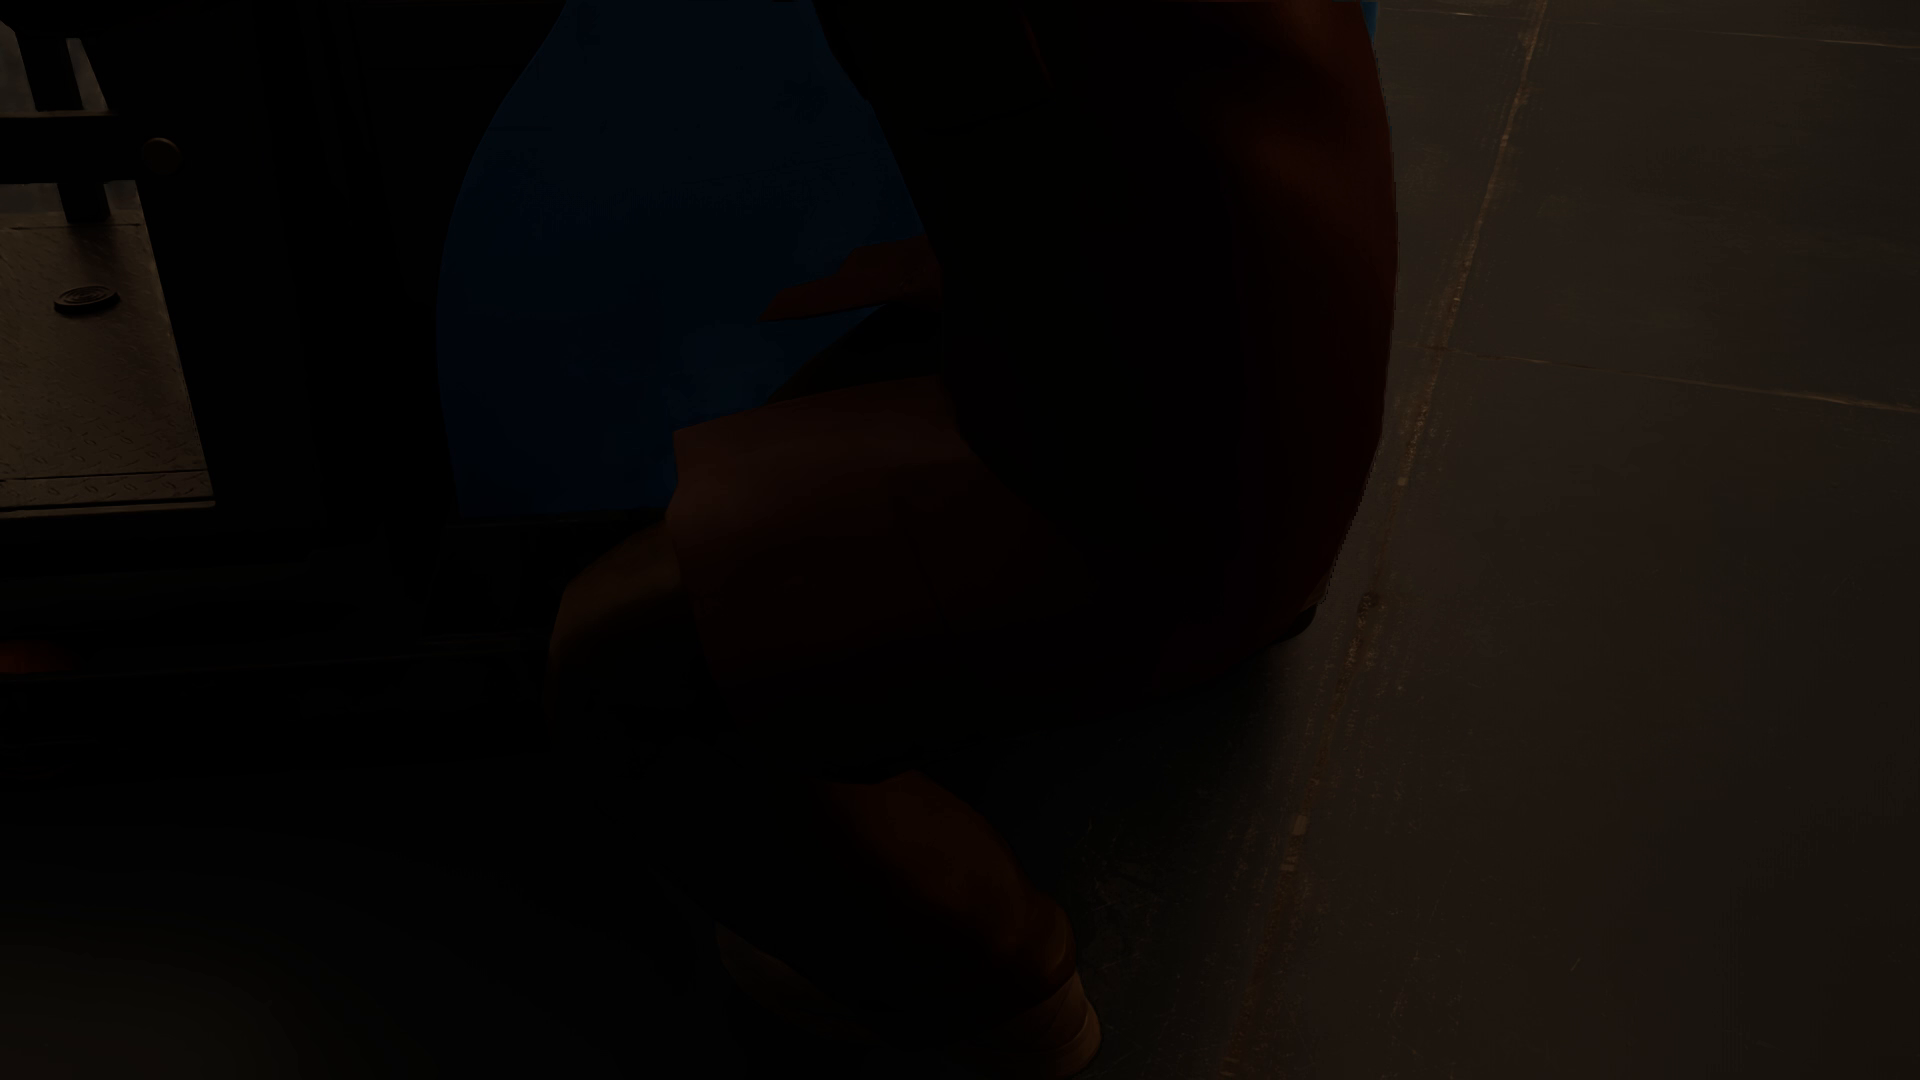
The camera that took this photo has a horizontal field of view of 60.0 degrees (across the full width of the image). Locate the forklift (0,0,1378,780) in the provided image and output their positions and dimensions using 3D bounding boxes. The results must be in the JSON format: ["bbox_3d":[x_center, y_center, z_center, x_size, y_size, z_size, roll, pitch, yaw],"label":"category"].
[{"bbox_3d":[-1.084,-1.253,1.738,3.031,2.935,1.130,-3,30,-6],"label":"forklift"}]

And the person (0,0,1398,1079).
[{"bbox_3d":[-0.135,-0.086,1.118,0.822,1.490,1.673,0,30,-1],"label":"person"}]
